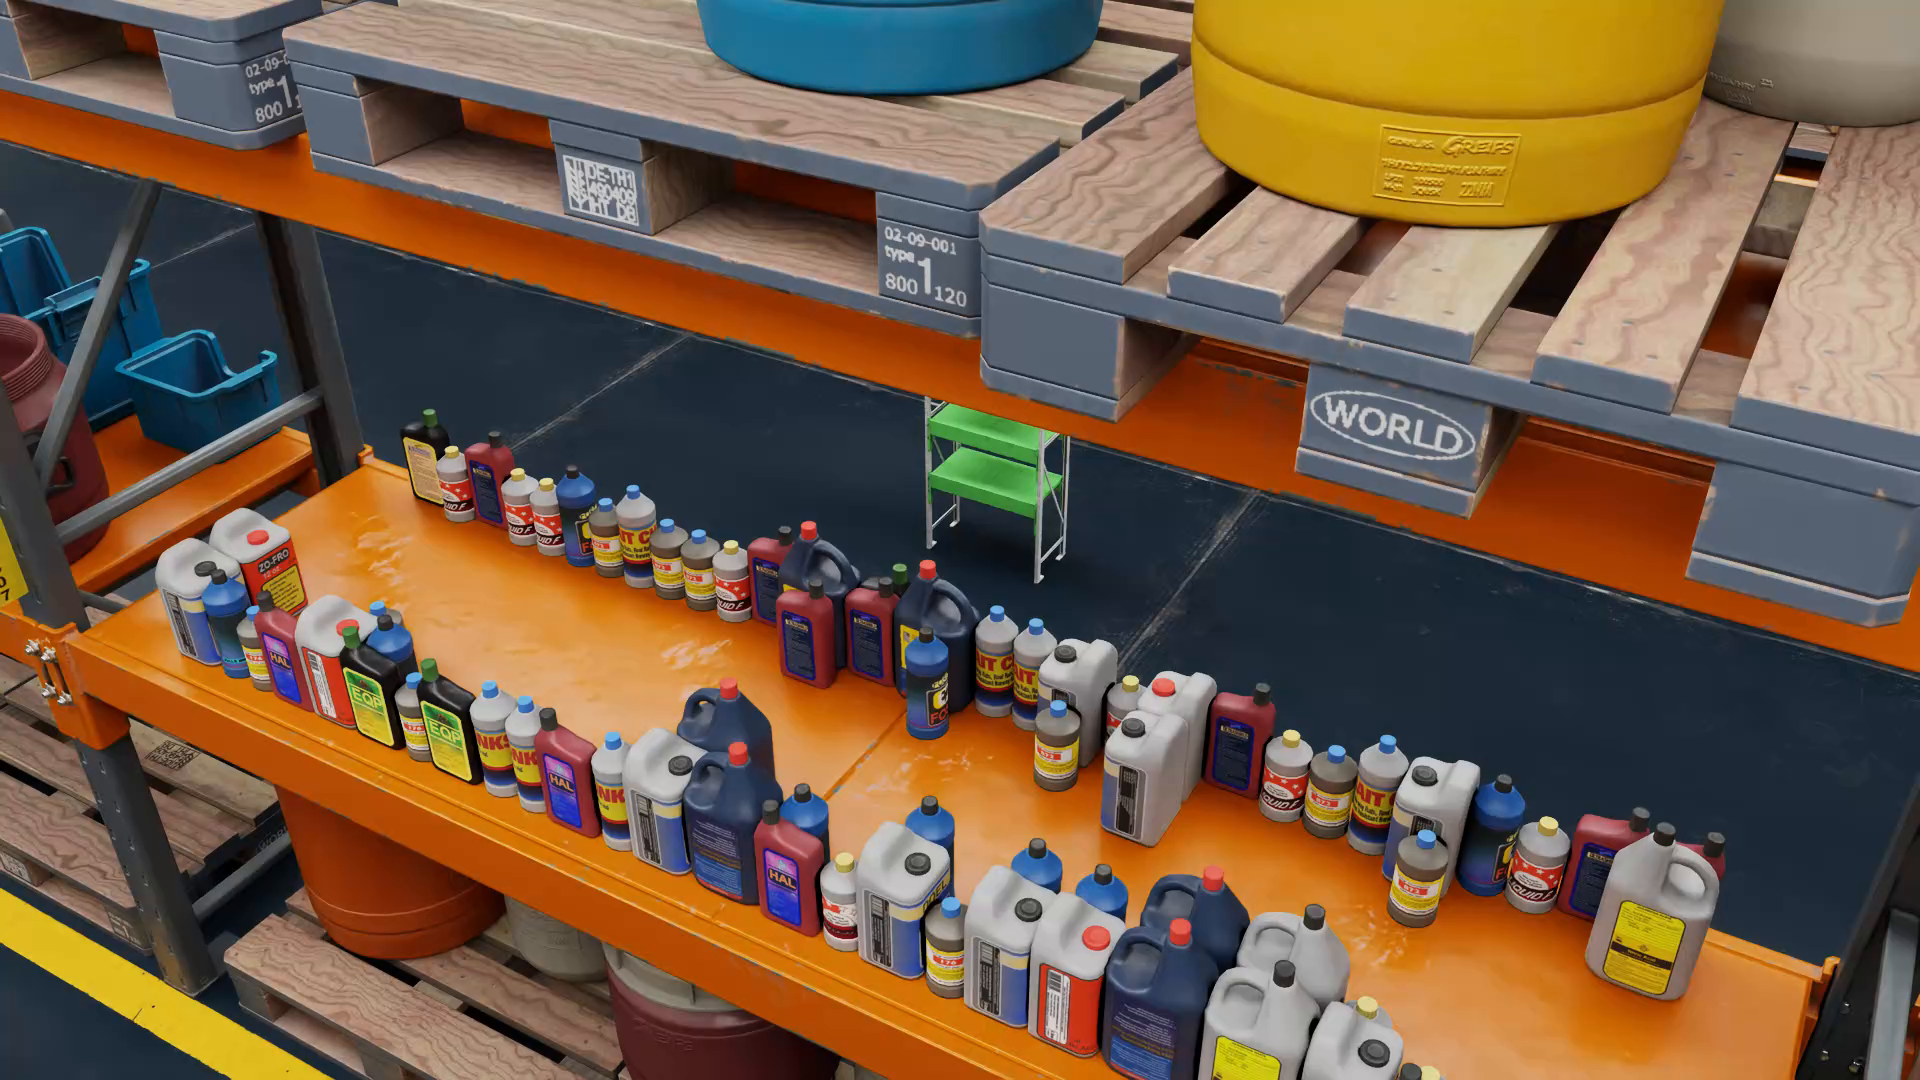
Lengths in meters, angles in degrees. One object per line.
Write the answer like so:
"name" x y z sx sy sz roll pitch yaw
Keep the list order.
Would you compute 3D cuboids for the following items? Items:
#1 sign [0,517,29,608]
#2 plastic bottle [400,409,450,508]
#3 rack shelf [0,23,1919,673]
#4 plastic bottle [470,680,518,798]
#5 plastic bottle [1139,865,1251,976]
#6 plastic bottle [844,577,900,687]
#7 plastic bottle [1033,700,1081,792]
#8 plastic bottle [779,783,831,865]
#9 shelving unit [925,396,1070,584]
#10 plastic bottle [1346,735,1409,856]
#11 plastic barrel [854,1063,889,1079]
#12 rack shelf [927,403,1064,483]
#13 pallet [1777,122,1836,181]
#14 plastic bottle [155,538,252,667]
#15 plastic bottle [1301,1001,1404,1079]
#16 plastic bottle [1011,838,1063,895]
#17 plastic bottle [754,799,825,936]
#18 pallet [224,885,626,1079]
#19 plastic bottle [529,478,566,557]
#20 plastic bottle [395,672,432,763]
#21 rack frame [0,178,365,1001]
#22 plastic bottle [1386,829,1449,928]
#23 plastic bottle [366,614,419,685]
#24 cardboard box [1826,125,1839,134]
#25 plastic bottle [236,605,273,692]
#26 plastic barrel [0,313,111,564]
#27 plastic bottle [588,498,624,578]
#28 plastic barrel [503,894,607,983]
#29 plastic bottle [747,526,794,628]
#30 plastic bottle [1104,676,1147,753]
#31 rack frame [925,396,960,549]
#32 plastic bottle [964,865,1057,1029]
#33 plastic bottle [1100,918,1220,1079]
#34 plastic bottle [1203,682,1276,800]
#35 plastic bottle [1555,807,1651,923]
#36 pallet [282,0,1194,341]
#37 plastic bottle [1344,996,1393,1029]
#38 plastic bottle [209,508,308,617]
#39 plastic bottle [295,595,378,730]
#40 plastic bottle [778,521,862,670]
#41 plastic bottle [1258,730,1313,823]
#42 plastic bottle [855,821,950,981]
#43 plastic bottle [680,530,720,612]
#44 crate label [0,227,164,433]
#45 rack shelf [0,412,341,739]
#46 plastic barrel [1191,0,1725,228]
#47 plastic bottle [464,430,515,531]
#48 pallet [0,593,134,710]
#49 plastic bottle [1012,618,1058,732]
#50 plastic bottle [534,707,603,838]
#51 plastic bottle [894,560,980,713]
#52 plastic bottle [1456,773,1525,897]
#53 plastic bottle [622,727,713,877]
"sign" -2.267 0.013 3.877 0.005 0.325 0.100 18 37 24
"plastic bottle" -1.438 -0.231 4.496 0.133 0.283 0.061 18 37 24
"rack shelf" -0.264 -0.585 2.865 4.000 0.370 1.077 18 37 24
"plastic bottle" -0.980 0.415 3.537 0.097 0.271 0.097 0 34 0
"plastic bottle" 0.423 0.719 3.008 0.185 0.351 0.144 18 37 24
"plastic bottle" -0.199 0.200 3.849 0.133 0.283 0.061 18 37 24
"plastic bottle" 0.208 0.433 3.573 0.097 0.201 0.097 0 34 0
"plastic bottle" -0.303 0.590 3.273 0.097 0.271 0.097 0 34 0
"shelving unit" 0.144 -0.454 6.349 0.503 1.200 0.258 18 37 24
"plastic bottle" 0.855 0.512 3.392 0.097 0.271 0.097 0 34 0
"plastic barrel" -0.052 1.224 4.071 0.421 0.512 0.421 0 34 0
"rack shelf" 0.144 -0.401 6.384 0.480 0.148 0.258 18 37 24
"pallet" 3.294 -1.661 6.711 1.213 0.211 1.003 18 37 24
"plastic bottle" -1.785 0.140 3.945 0.135 0.276 0.152 18 37 24
"plastic bottle" 0.652 0.913 2.785 0.135 0.276 0.152 18 37 24
"plastic bottle" 0.144 0.674 3.148 0.097 0.271 0.097 0 34 0
"plastic bottle" -0.327 0.628 3.205 0.133 0.283 0.061 18 37 24
"pallet" -1.295 1.172 4.800 1.213 0.211 1.003 18 37 24
"plastic bottle" -1.062 -0.066 4.323 0.097 0.201 0.097 0 34 0
"plastic bottle" -1.181 0.380 3.652 0.097 0.201 0.097 0 34 0
"rack frame" -2.001 -0.186 4.323 0.127 3.000 1.000 18 37 24
"plastic bottle" 0.896 0.651 3.245 0.097 0.201 0.097 0 34 0
"plastic bottle" -1.266 0.285 3.731 0.097 0.271 0.097 0 34 0
"cardboard box" 3.633 -1.923 6.462 0.500 0.500 0.700 6 34 9
"plastic bottle" -1.614 0.243 3.857 0.097 0.201 0.097 0 34 0
"plastic barrel" -2.554 -0.224 4.258 0.708 0.536 0.600 18 37 24
"plastic bottle" -0.893 -0.013 4.242 0.097 0.201 0.097 0 34 0
"plastic barrel" -1.033 0.914 4.537 0.421 0.512 0.421 0 34 0
"plastic bottle" -0.445 0.083 4.024 0.133 0.283 0.061 18 37 24
"plastic bottle" 0.368 0.387 3.642 0.097 0.201 0.097 0 34 0
"rack frame" -0.068 -0.521 6.450 0.015 1.200 0.240 18 37 24
"plastic bottle" 0.098 0.737 3.049 0.135 0.276 0.152 18 37 24
"plastic bottle" 0.351 0.789 2.904 0.185 0.351 0.144 18 37 24
"plastic bottle" 0.594 0.412 3.530 0.133 0.283 0.061 18 37 24
"plastic bottle" 1.250 0.620 3.218 0.133 0.283 0.061 18 37 24
"pallet" -0.243 -0.735 2.611 1.213 0.211 1.003 18 37 24
"plastic bottle" 0.698 0.879 2.904 0.097 0.201 0.097 0 34 0
"plastic bottle" -1.710 0.067 4.055 0.135 0.276 0.152 18 37 24
"plastic bottle" -1.384 0.268 3.754 0.135 0.276 0.152 18 37 24
"plastic bottle" -0.328 0.119 3.910 0.185 0.351 0.144 18 37 24
"plastic bottle" 0.686 0.487 3.491 0.097 0.201 0.097 0 34 0
"plastic bottle" -0.104 0.673 3.145 0.135 0.276 0.152 18 37 24
"plastic bottle" -0.639 0.068 4.122 0.097 0.201 0.097 0 34 0
"crate label" -2.729 -0.604 4.919 0.616 0.435 0.502 18 37 24
"rack shelf" -3.737 -0.436 5.348 4.000 0.370 1.077 18 37 24
"plastic barrel" 0.579 -0.741 1.901 0.600 0.588 0.600 0 34 0
"plastic bottle" -1.237 -0.168 4.401 0.133 0.283 0.061 18 37 24
"pallet" -3.709 0.407 5.948 1.213 0.211 1.003 18 37 24
"plastic bottle" 0.167 0.294 3.719 0.097 0.271 0.097 0 34 0
"plastic bottle" -0.805 0.477 3.432 0.133 0.283 0.061 18 37 24
"plastic bottle" -0.052 0.206 3.778 0.185 0.351 0.144 18 37 24
"plastic bottle" 1.056 0.575 3.296 0.097 0.271 0.097 0 34 0
"plastic bottle" -0.581 0.522 3.372 0.135 0.276 0.152 18 37 24
